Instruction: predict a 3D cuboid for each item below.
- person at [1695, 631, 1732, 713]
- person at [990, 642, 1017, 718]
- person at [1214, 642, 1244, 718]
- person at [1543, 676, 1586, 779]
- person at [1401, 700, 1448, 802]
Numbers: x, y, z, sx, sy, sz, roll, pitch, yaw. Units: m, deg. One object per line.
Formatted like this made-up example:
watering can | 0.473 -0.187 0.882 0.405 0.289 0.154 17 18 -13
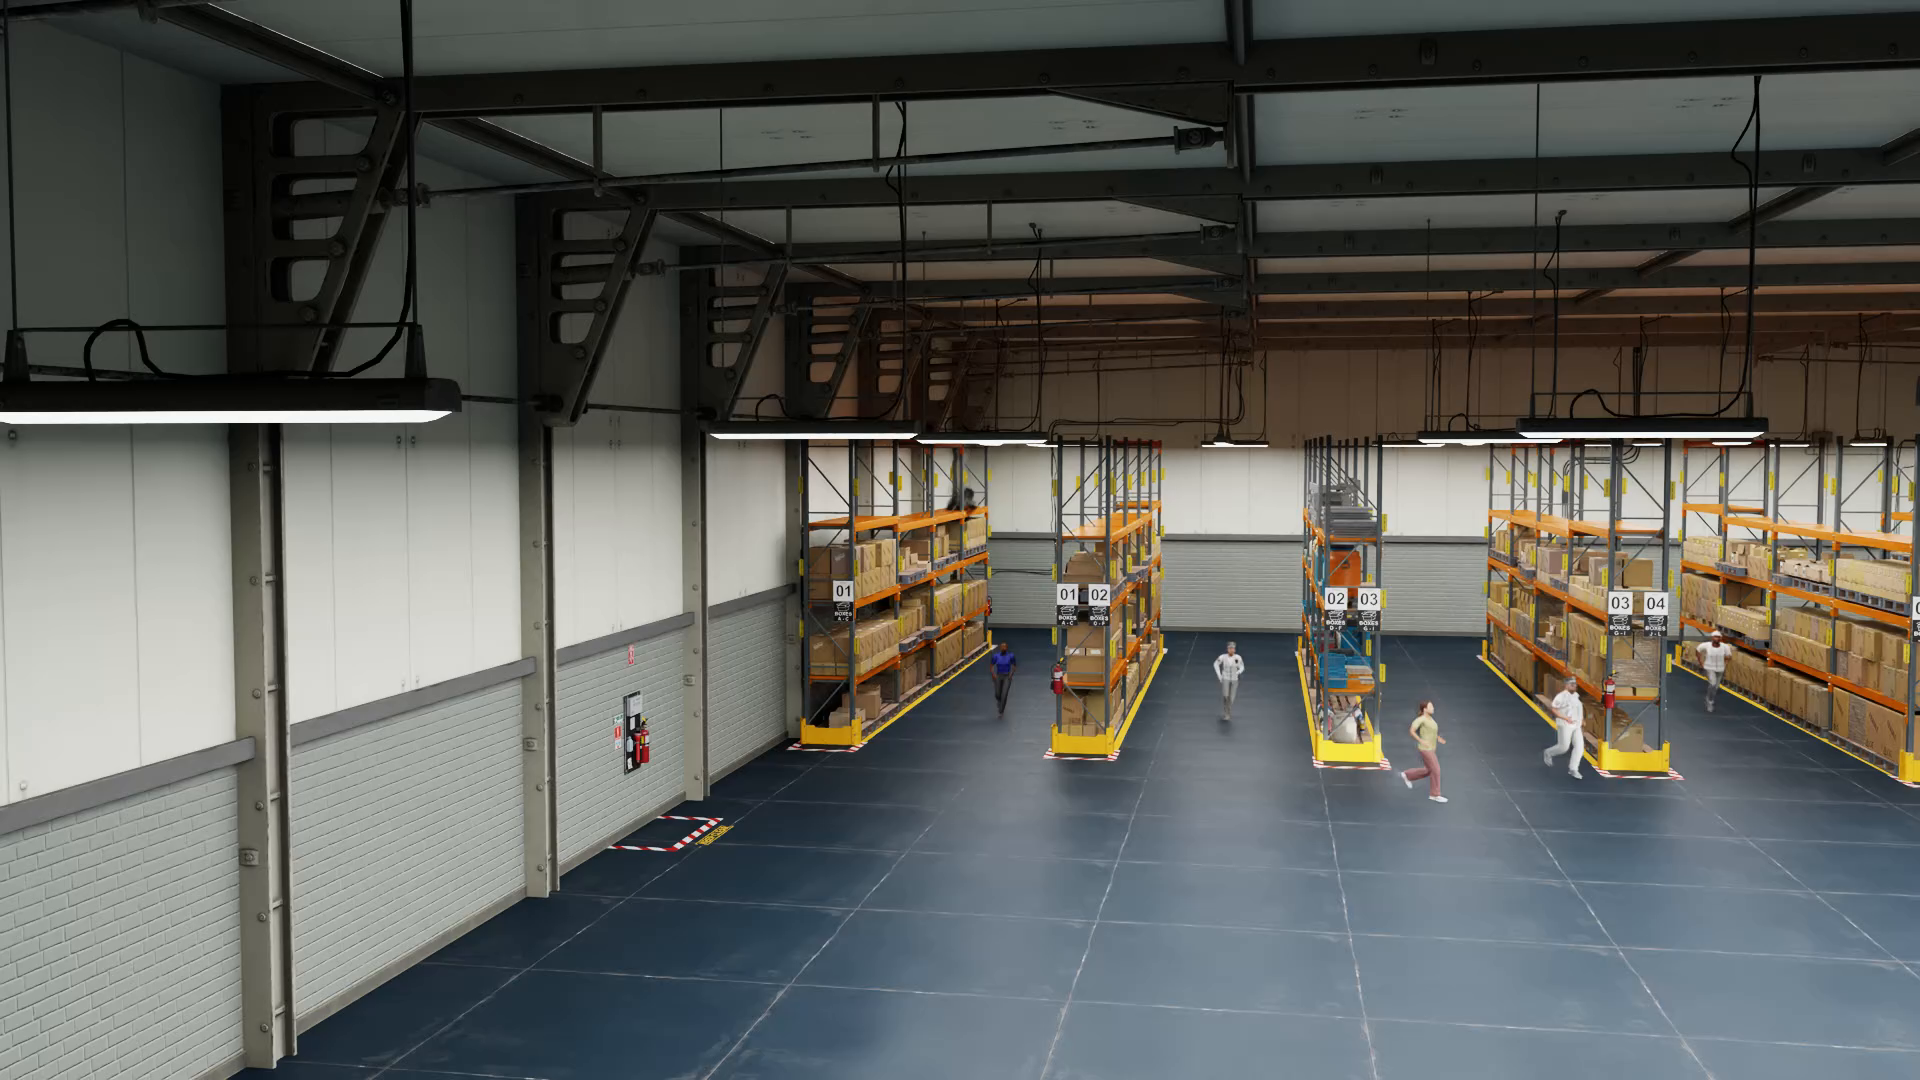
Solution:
person | 16.570 2.881 36.526 0.675 1.800 0.793 0 3 4
person | 0.940 3.035 35.832 0.594 1.531 0.566 0 3 3
person | 5.729 2.979 35.285 0.613 1.651 0.607 0 3 0
person | 10.727 3.273 29.361 0.690 1.758 0.879 -1 3 -25
person | 7.599 3.436 27.239 0.804 1.657 0.579 2 4 36
